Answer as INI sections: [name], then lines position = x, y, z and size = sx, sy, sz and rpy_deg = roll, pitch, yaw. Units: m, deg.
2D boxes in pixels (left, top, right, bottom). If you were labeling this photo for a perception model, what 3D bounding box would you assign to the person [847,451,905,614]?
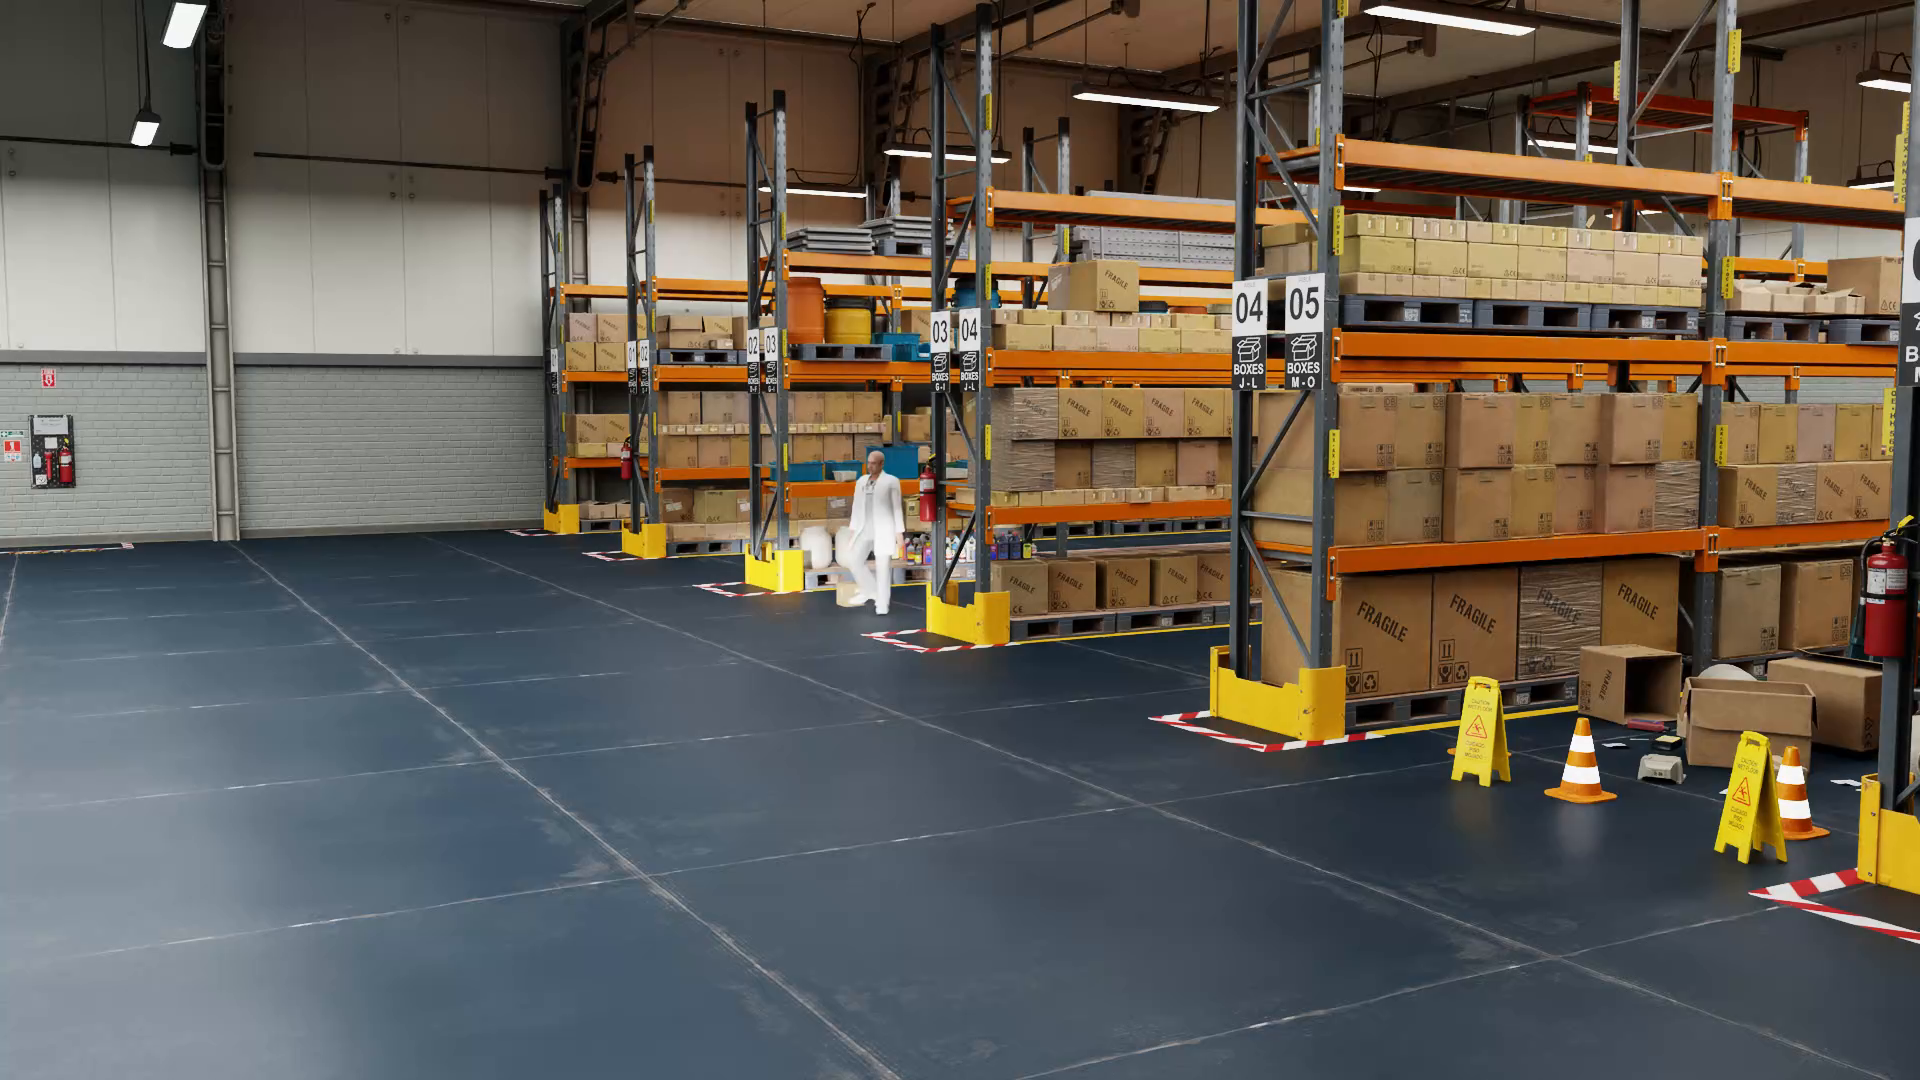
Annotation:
[person]
position = -0.944, -0.091, 18.116
size = 0.769, 1.767, 0.561
rpy_deg = 3, 6, 28
